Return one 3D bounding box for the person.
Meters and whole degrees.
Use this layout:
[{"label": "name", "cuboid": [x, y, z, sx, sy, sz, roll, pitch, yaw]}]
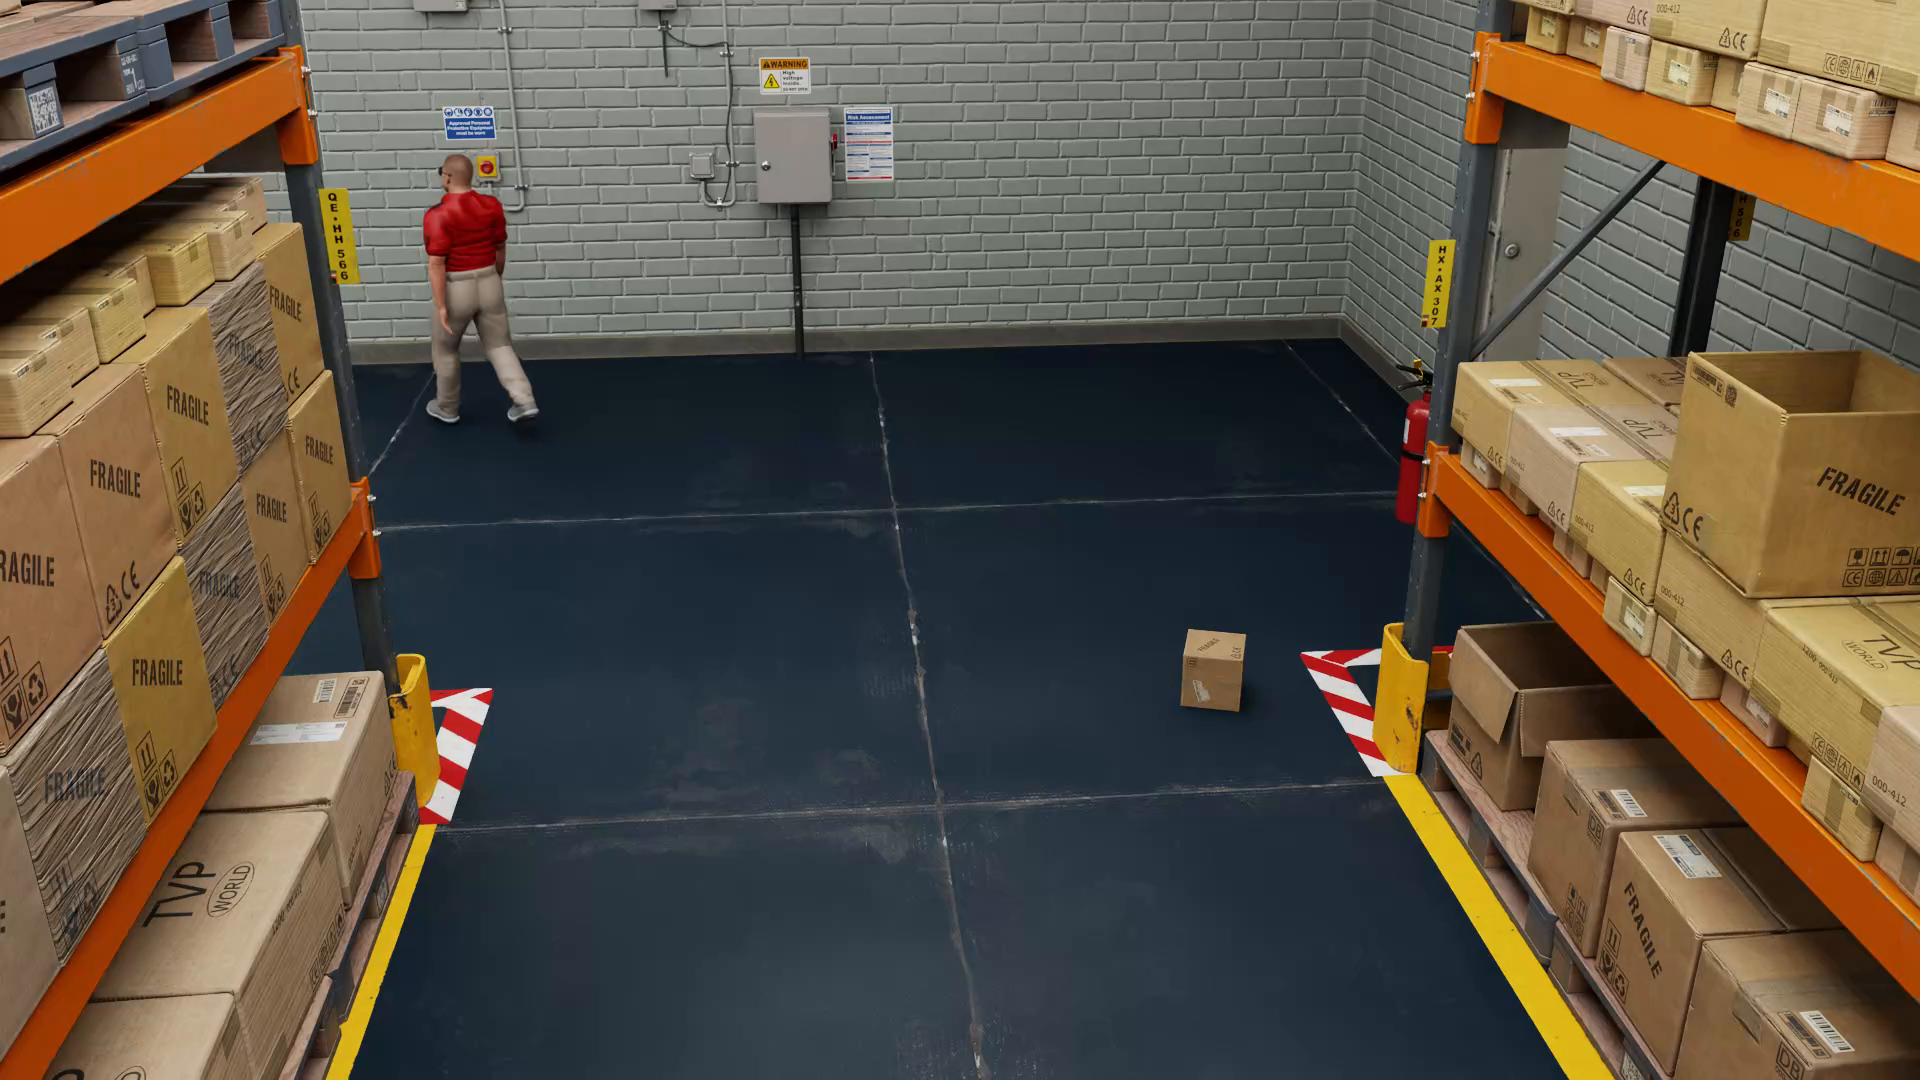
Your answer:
[{"label": "person", "cuboid": [-2.984, -1.498, 10.051, 0.537, 1.686, 0.910, -18, 29, -36]}]
